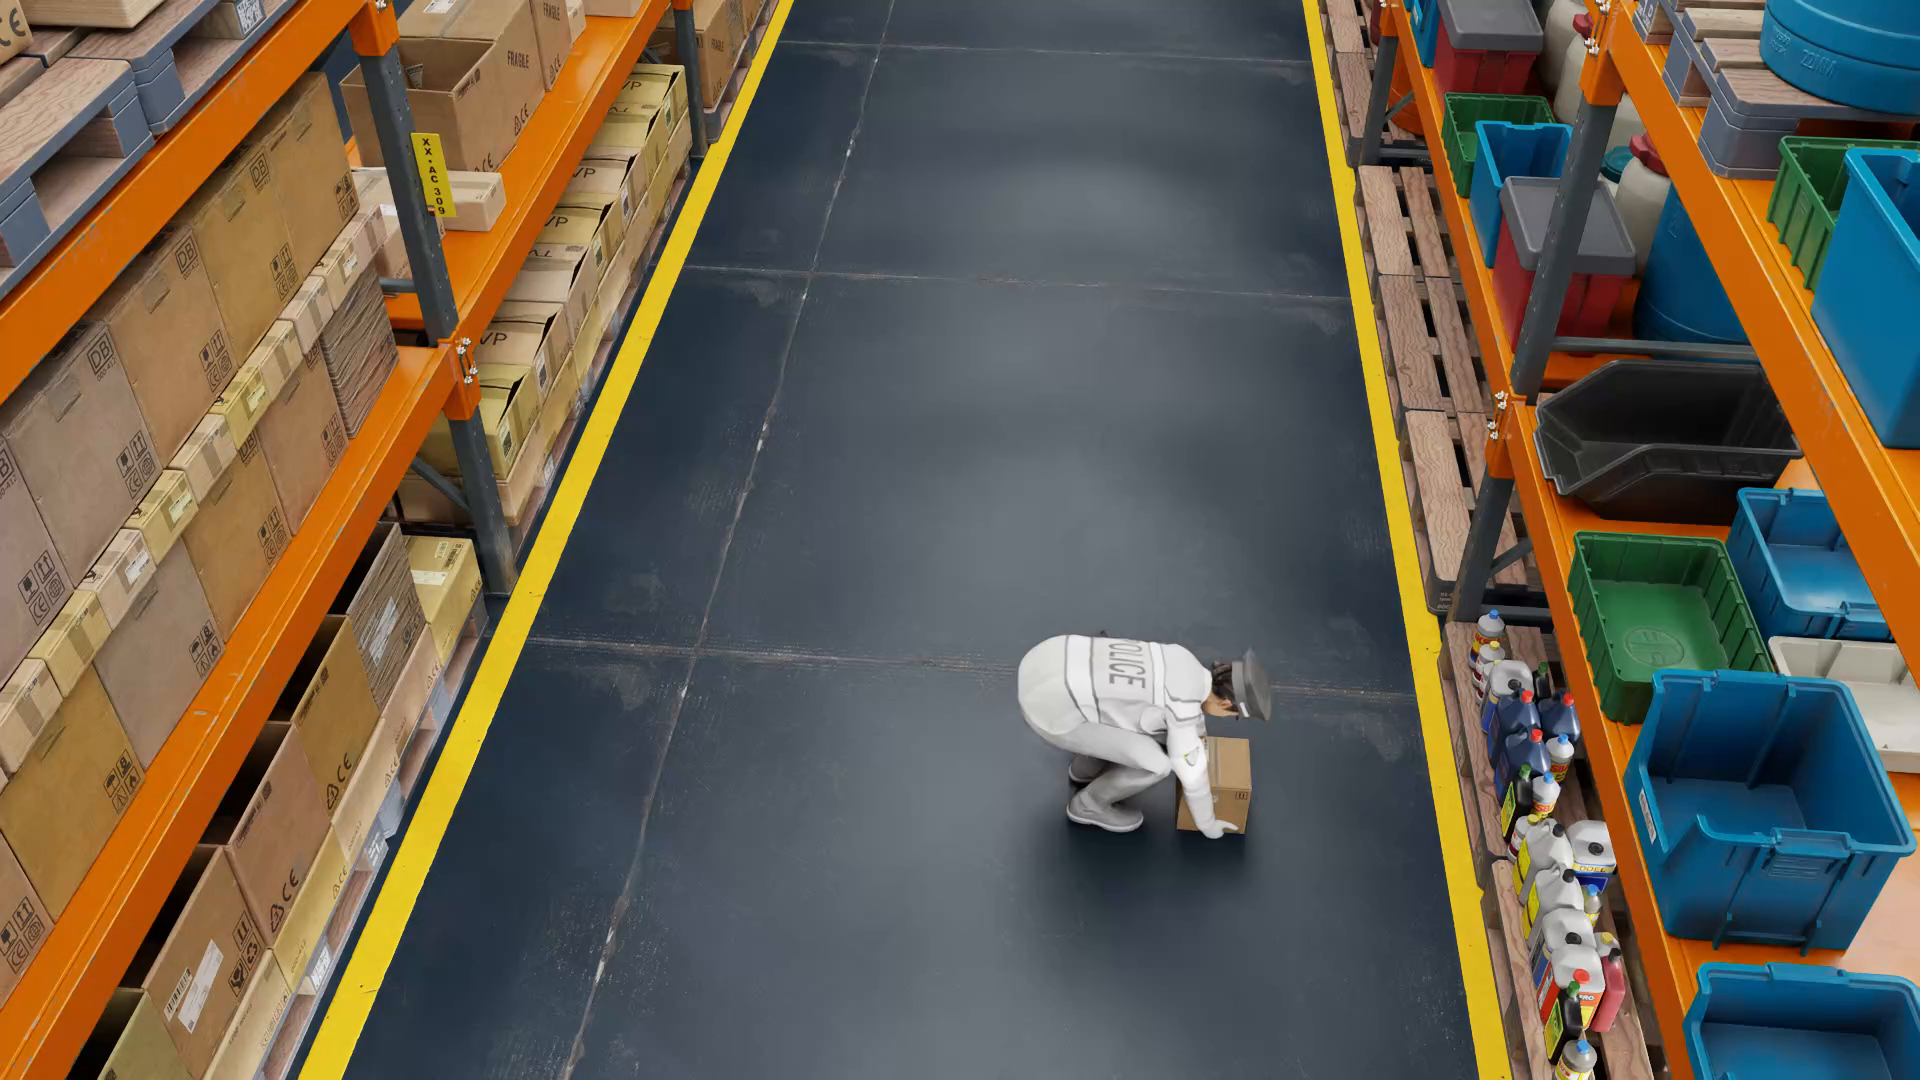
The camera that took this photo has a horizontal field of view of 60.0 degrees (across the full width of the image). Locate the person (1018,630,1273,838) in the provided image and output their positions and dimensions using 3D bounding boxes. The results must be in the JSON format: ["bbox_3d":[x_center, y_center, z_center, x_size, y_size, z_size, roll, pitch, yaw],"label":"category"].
[{"bbox_3d":[0.662,0.695,6.049,0.912,0.774,0.441,2,40,3],"label":"person"}]
